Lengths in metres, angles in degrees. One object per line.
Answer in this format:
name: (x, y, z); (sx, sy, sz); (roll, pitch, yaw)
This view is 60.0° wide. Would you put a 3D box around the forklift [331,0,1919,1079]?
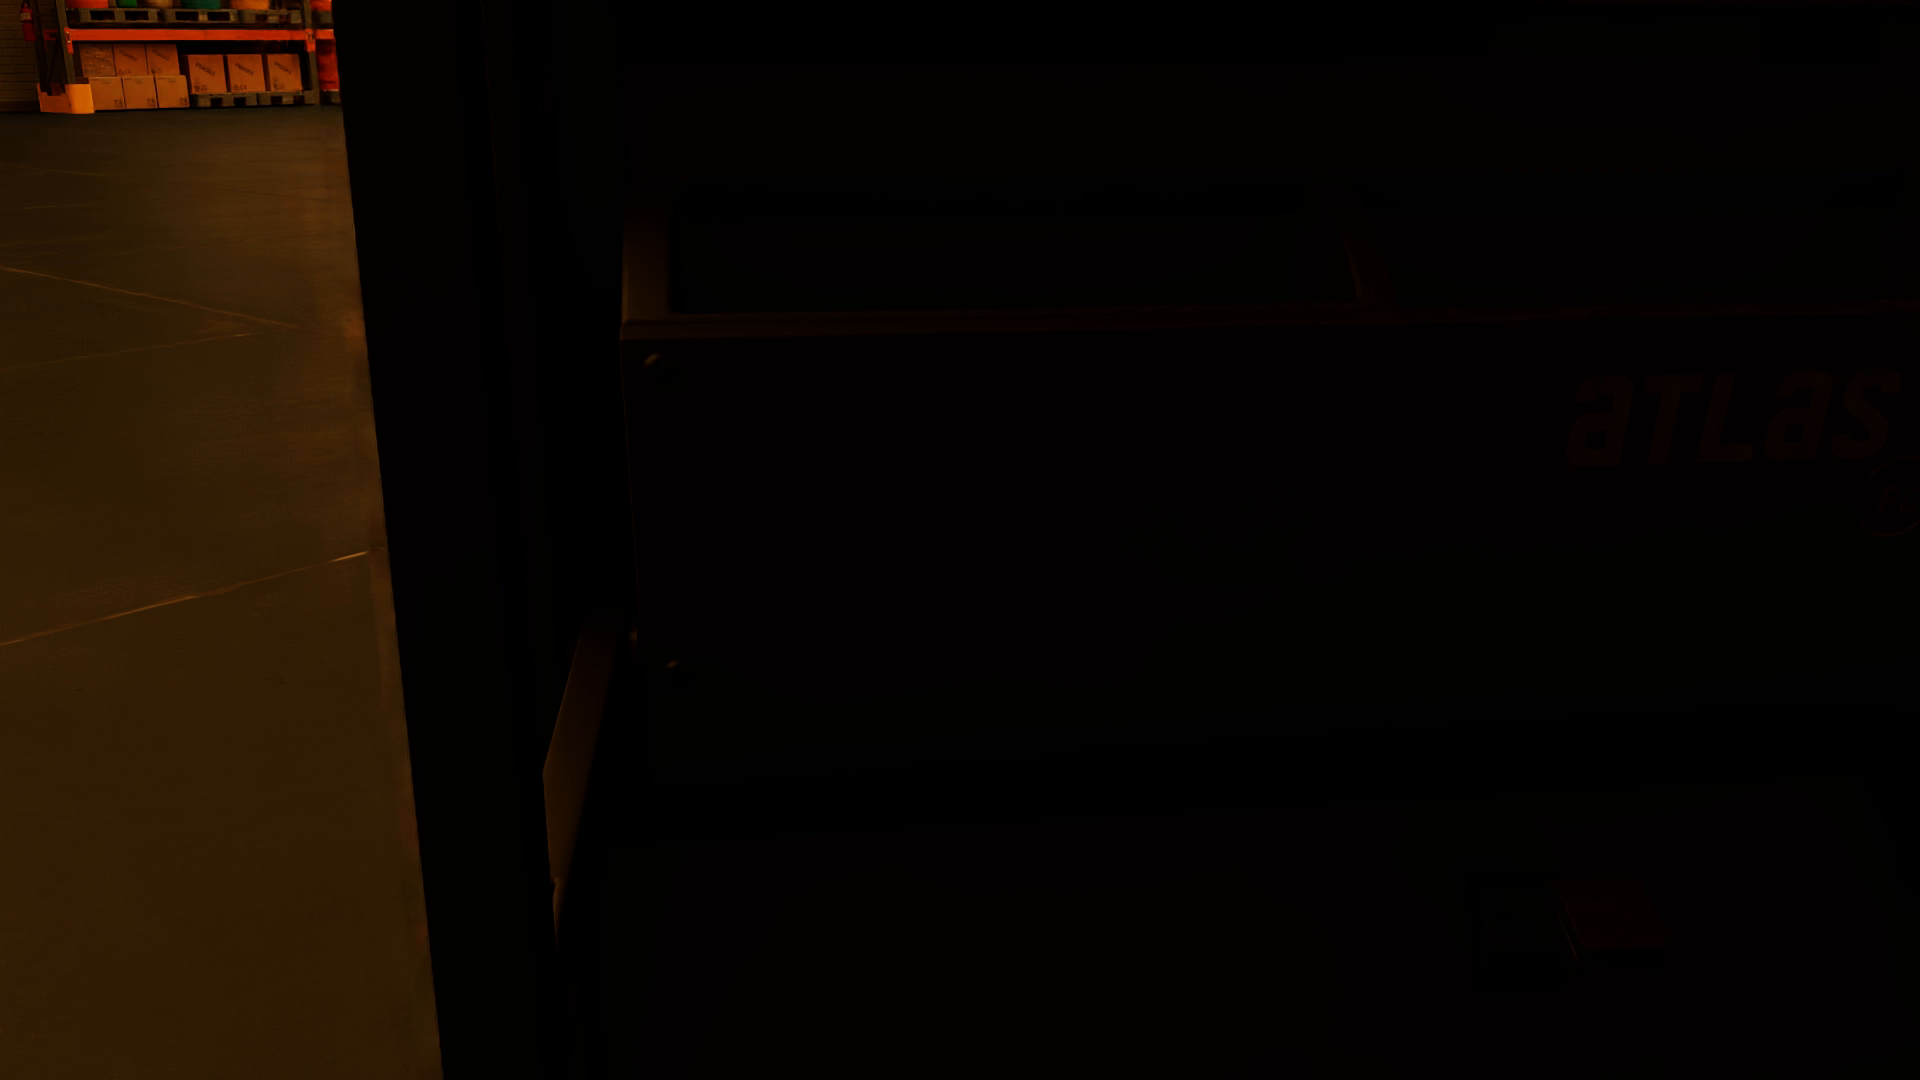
forklift: (0.286, -0.558, 0.736); (1.130, 2.935, 3.031); (-2, 17, -7)
